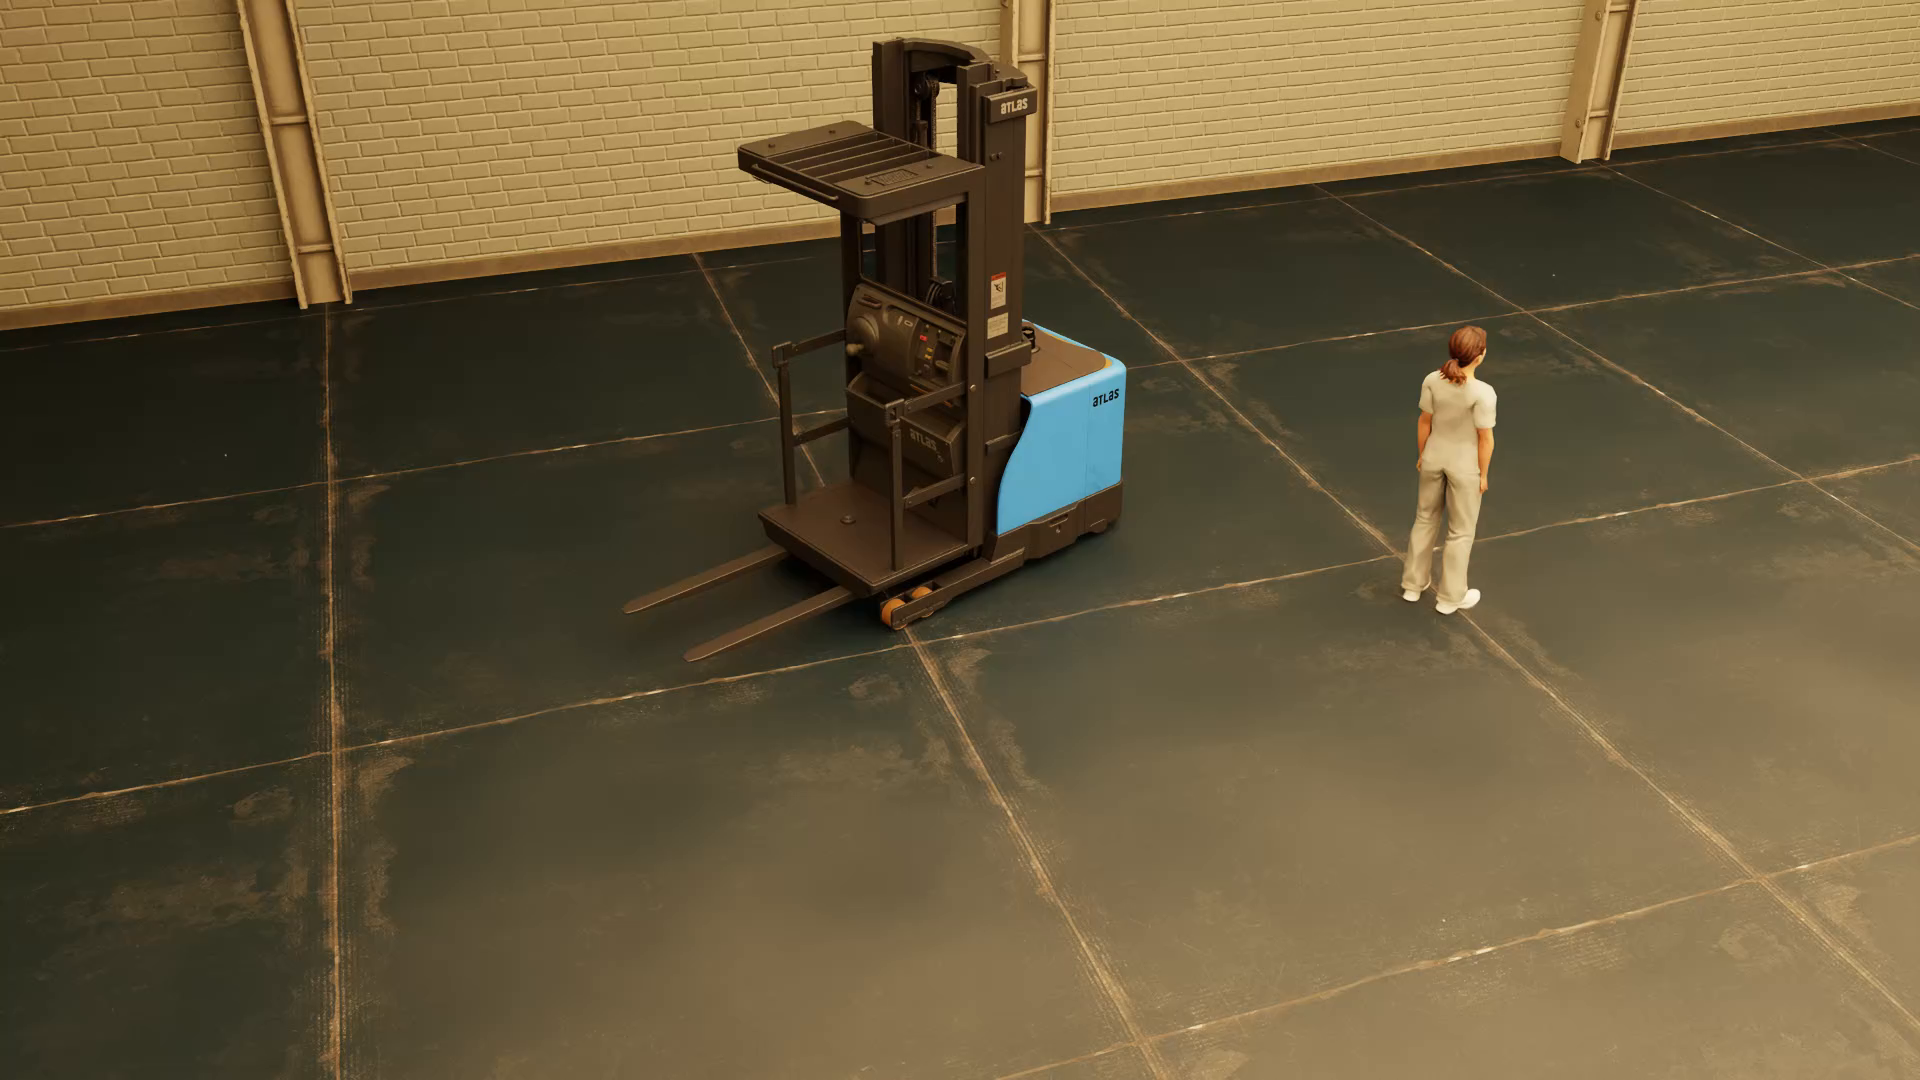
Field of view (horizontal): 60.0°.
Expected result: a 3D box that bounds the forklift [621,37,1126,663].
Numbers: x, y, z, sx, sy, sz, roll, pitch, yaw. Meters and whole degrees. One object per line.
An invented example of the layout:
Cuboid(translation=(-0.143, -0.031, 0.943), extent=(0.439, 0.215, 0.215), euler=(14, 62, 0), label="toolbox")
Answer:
Cuboid(translation=(-0.461, -1.072, 8.951), extent=(3.031, 2.935, 1.130), euler=(-23, 37, -34), label="forklift")

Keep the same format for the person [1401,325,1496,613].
Cuboid(translation=(2.671, -0.388, 9.026), extent=(0.431, 1.671, 0.390), euler=(25, 38, 36), label="person")
